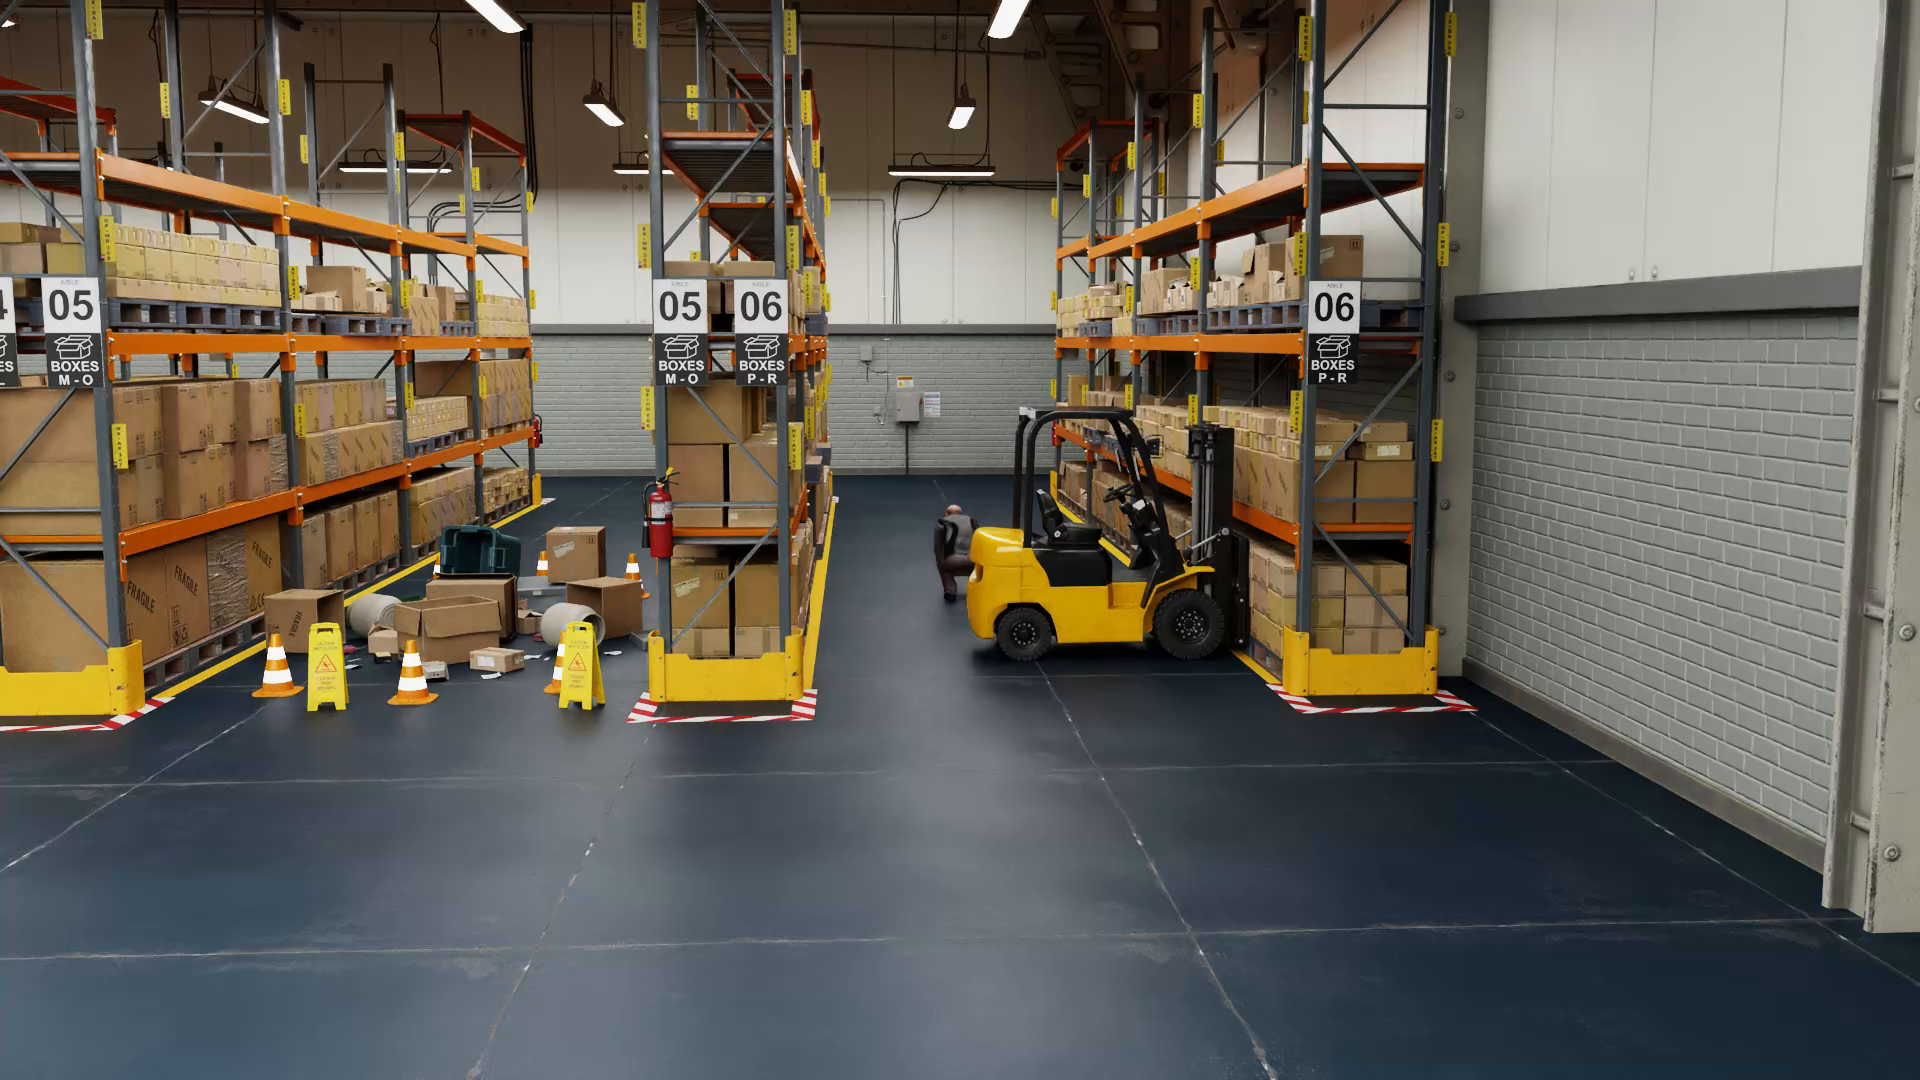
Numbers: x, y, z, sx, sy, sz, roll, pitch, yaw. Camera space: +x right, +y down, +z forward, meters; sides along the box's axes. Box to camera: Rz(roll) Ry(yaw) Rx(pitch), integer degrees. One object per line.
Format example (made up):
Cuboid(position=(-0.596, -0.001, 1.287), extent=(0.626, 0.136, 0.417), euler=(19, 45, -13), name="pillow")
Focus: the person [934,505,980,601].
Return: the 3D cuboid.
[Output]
Cuboid(position=(-0.002, 0.137, 17.868), extent=(0.538, 0.977, 0.867), euler=(0, 7, -4), name="person")
